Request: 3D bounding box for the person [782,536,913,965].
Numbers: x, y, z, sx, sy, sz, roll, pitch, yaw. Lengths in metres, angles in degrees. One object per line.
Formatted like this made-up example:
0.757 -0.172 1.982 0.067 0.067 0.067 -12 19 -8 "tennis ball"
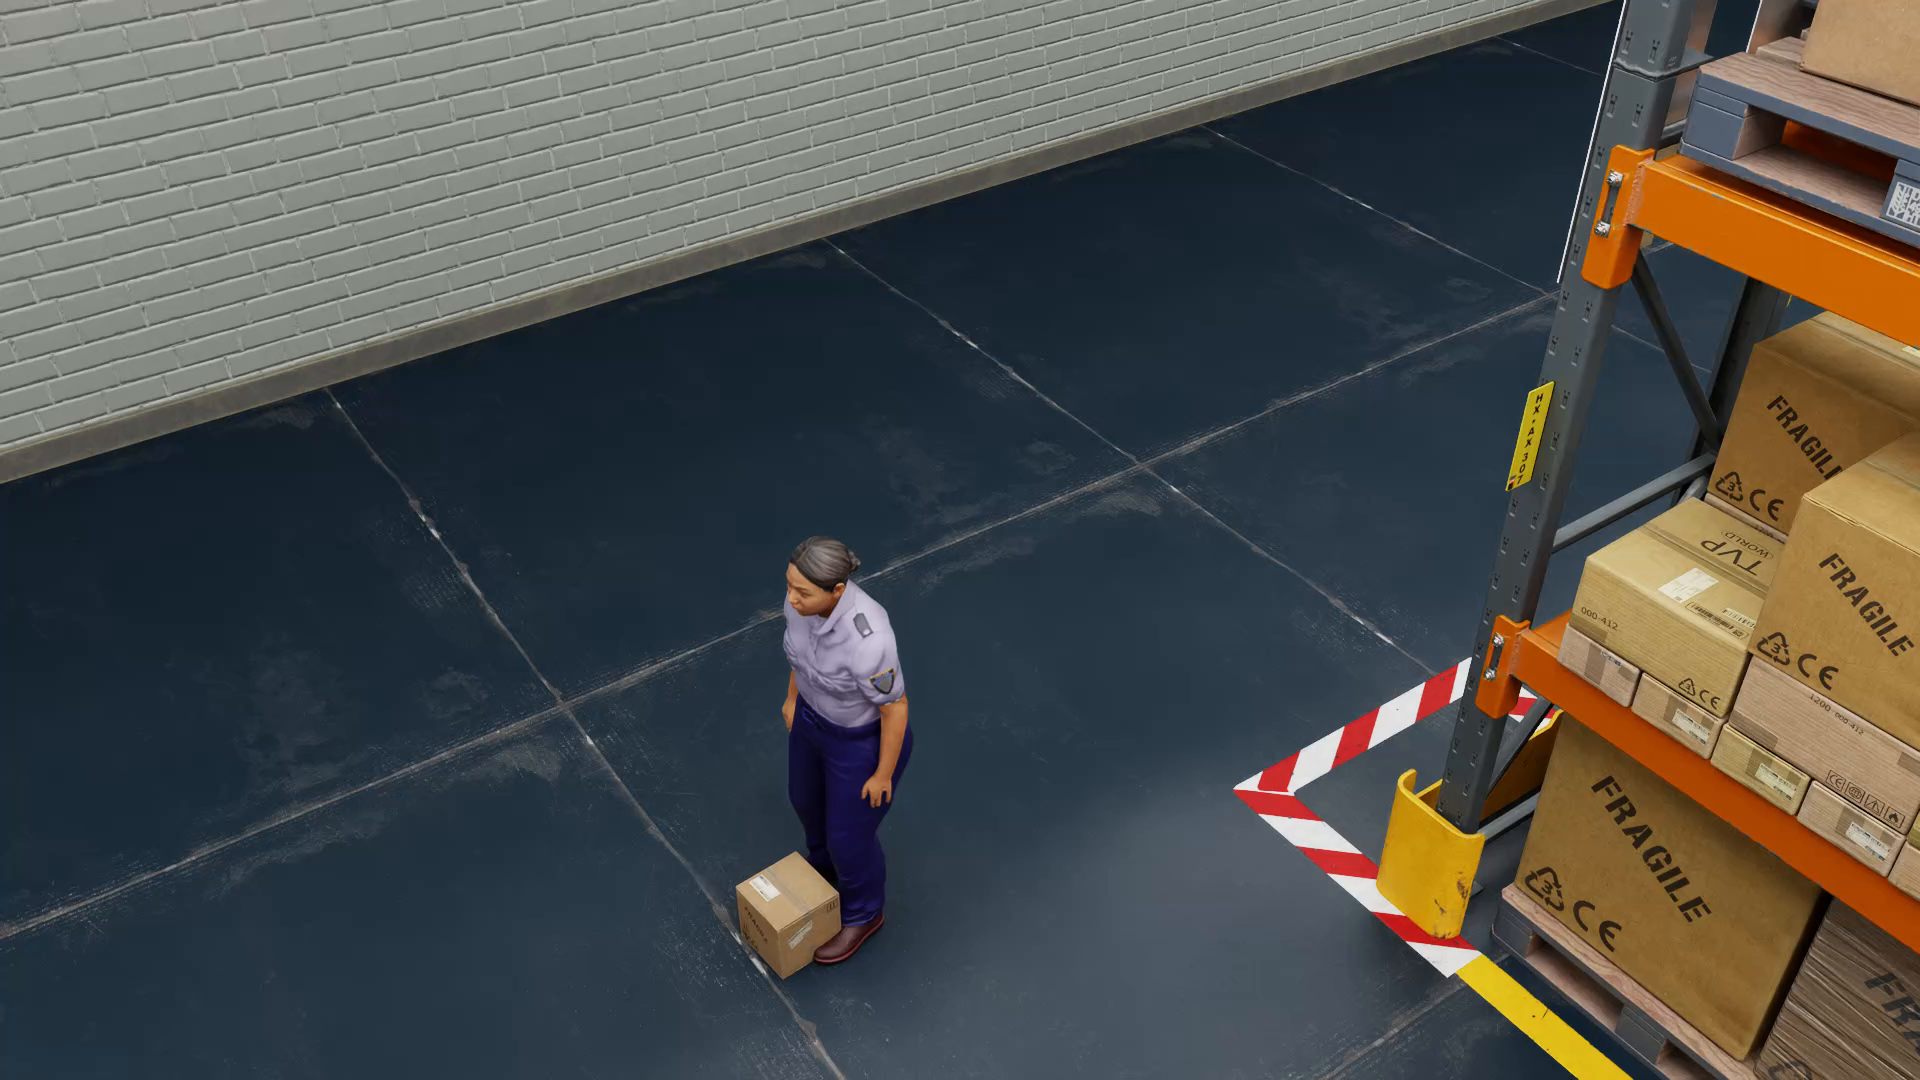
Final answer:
-0.416 0.638 5.296 0.392 1.651 0.562 -26 44 -30 "person"
